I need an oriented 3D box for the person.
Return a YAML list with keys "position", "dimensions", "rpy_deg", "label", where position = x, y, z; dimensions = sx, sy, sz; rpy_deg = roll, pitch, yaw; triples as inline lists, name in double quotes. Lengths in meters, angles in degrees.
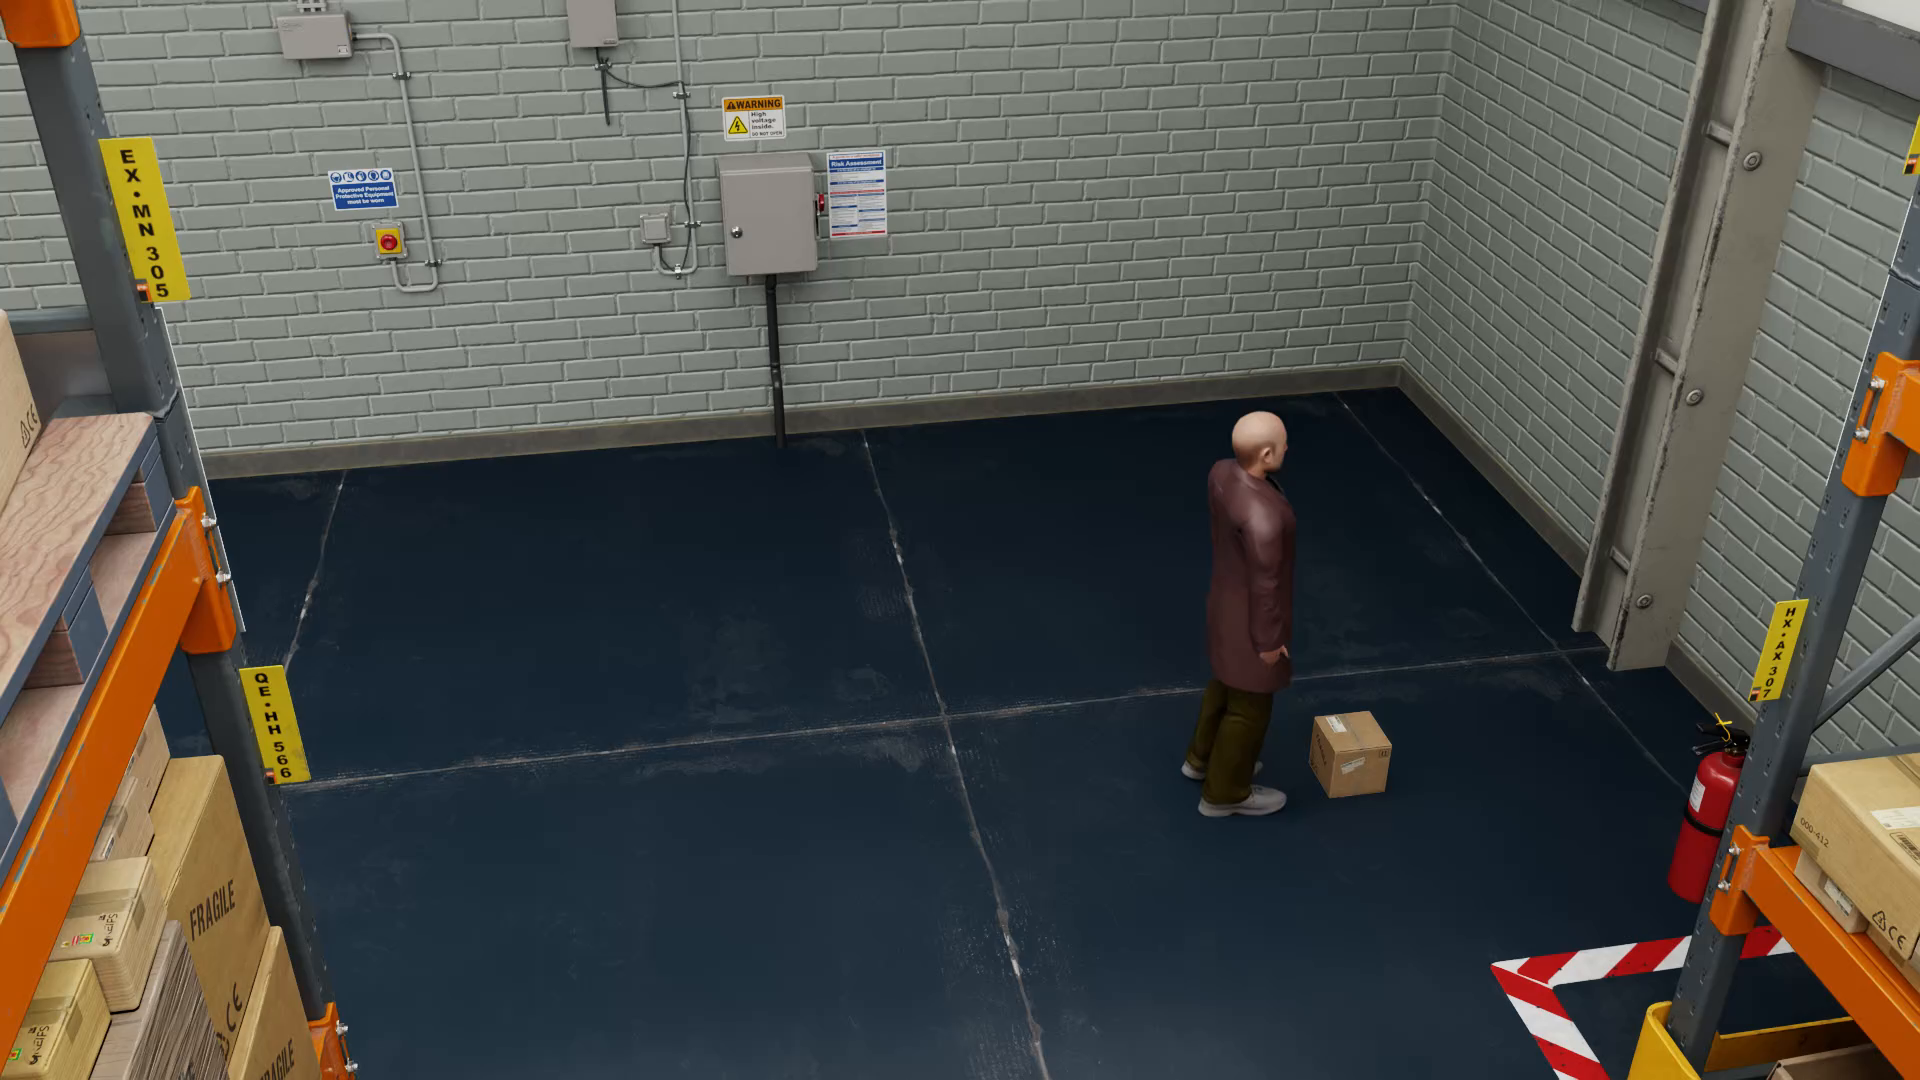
- position: [1.153, 0.298, 6.645]
  dimensions: [0.379, 1.782, 0.562]
  rpy_deg: [-5, 31, -8]
  label: "person"
